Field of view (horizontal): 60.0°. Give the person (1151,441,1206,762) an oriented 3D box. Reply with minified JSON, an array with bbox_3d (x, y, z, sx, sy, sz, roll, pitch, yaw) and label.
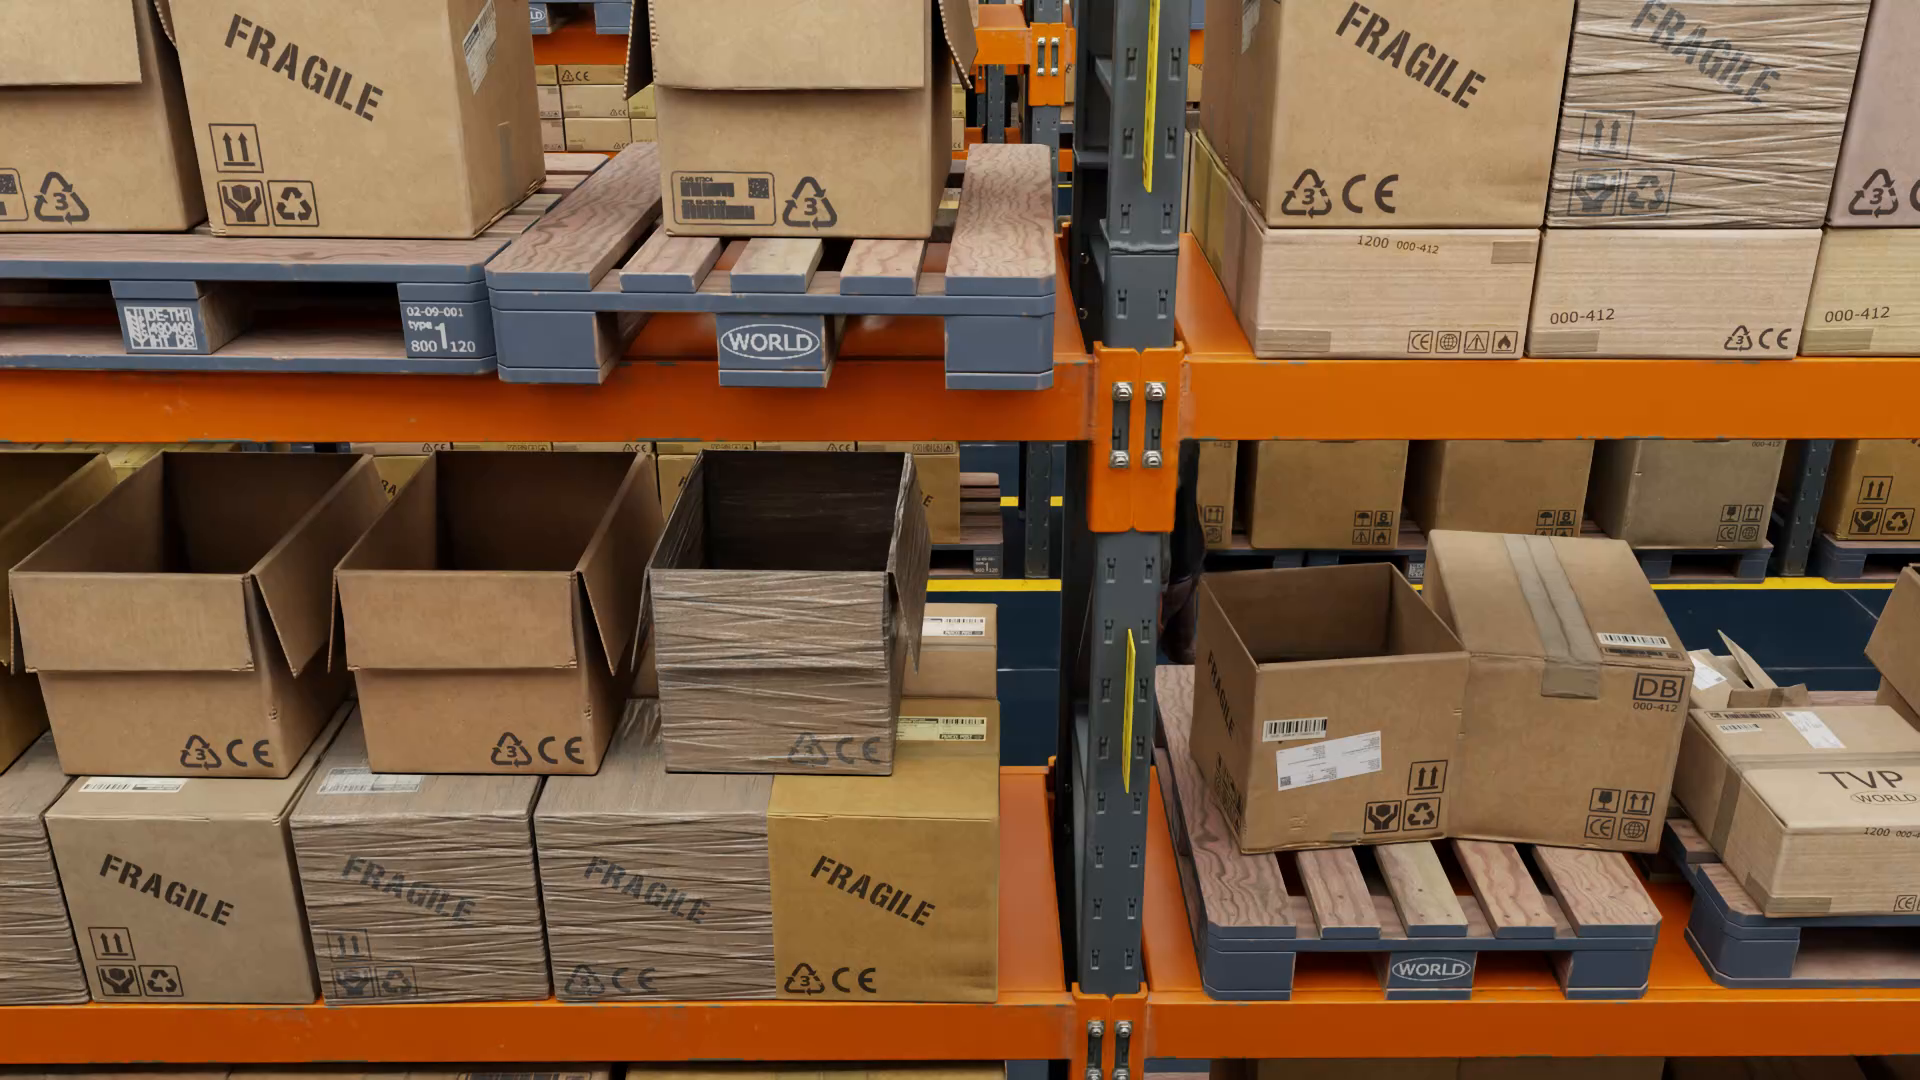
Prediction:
[{"bbox_3d":[0.882,0.145,6.808,0.556,1.708,0.577,10,26,21],"label":"person"}]
